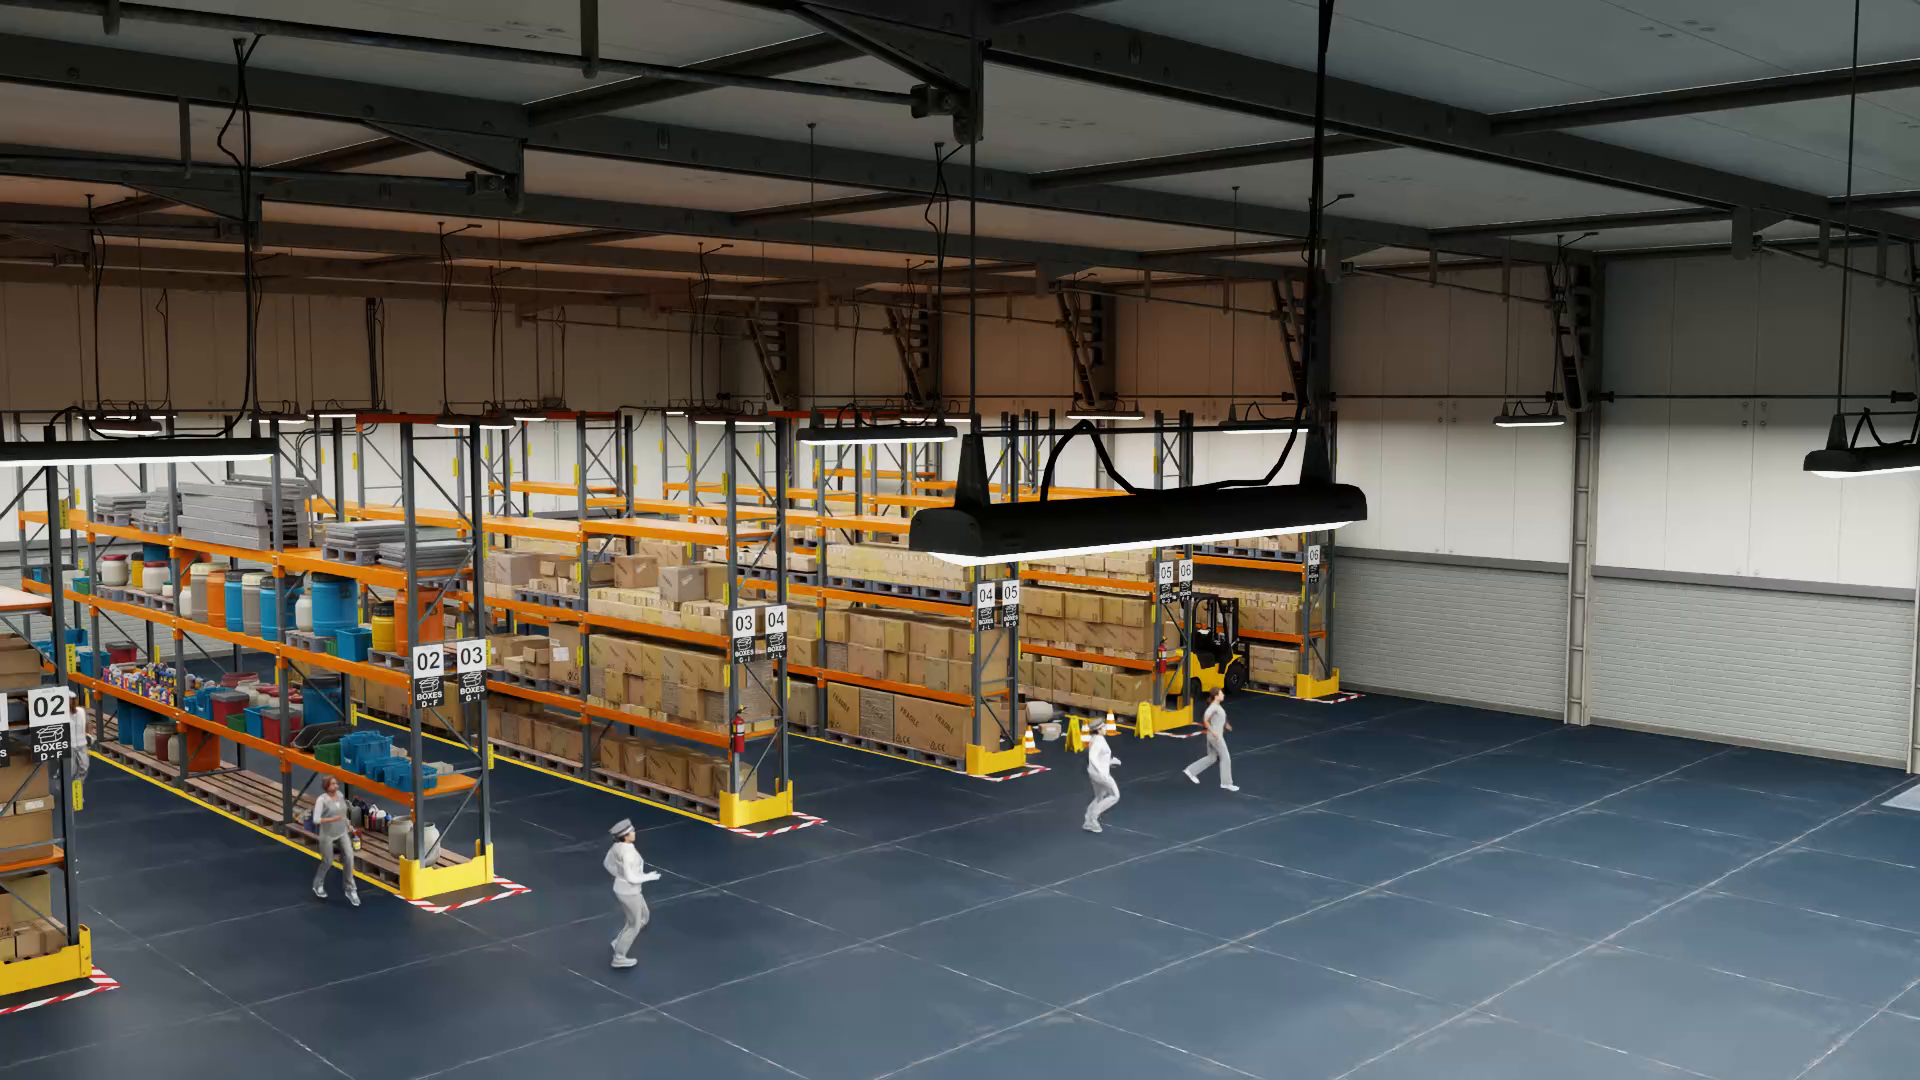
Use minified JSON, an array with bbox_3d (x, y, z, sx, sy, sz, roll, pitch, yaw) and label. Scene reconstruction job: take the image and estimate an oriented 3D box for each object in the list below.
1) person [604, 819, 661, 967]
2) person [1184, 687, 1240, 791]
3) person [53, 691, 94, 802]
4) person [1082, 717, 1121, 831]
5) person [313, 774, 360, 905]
[{"bbox_3d":[-3.618,3.891,18.436,0.554,1.655,0.602,-2,5,-24],"label":"person"},{"bbox_3d":[4.056,3.184,26.741,0.894,1.673,0.577,1,5,7],"label":"person"},{"bbox_3d":[-13.873,3.214,25.945,0.619,1.735,0.693,4,6,35],"label":"person"},{"bbox_3d":[2.069,3.405,24.163,0.574,1.660,0.603,-1,5,-10],"label":"person"},{"bbox_3d":[-7.823,3.719,20.720,0.715,1.631,0.545,4,6,37],"label":"person"}]
